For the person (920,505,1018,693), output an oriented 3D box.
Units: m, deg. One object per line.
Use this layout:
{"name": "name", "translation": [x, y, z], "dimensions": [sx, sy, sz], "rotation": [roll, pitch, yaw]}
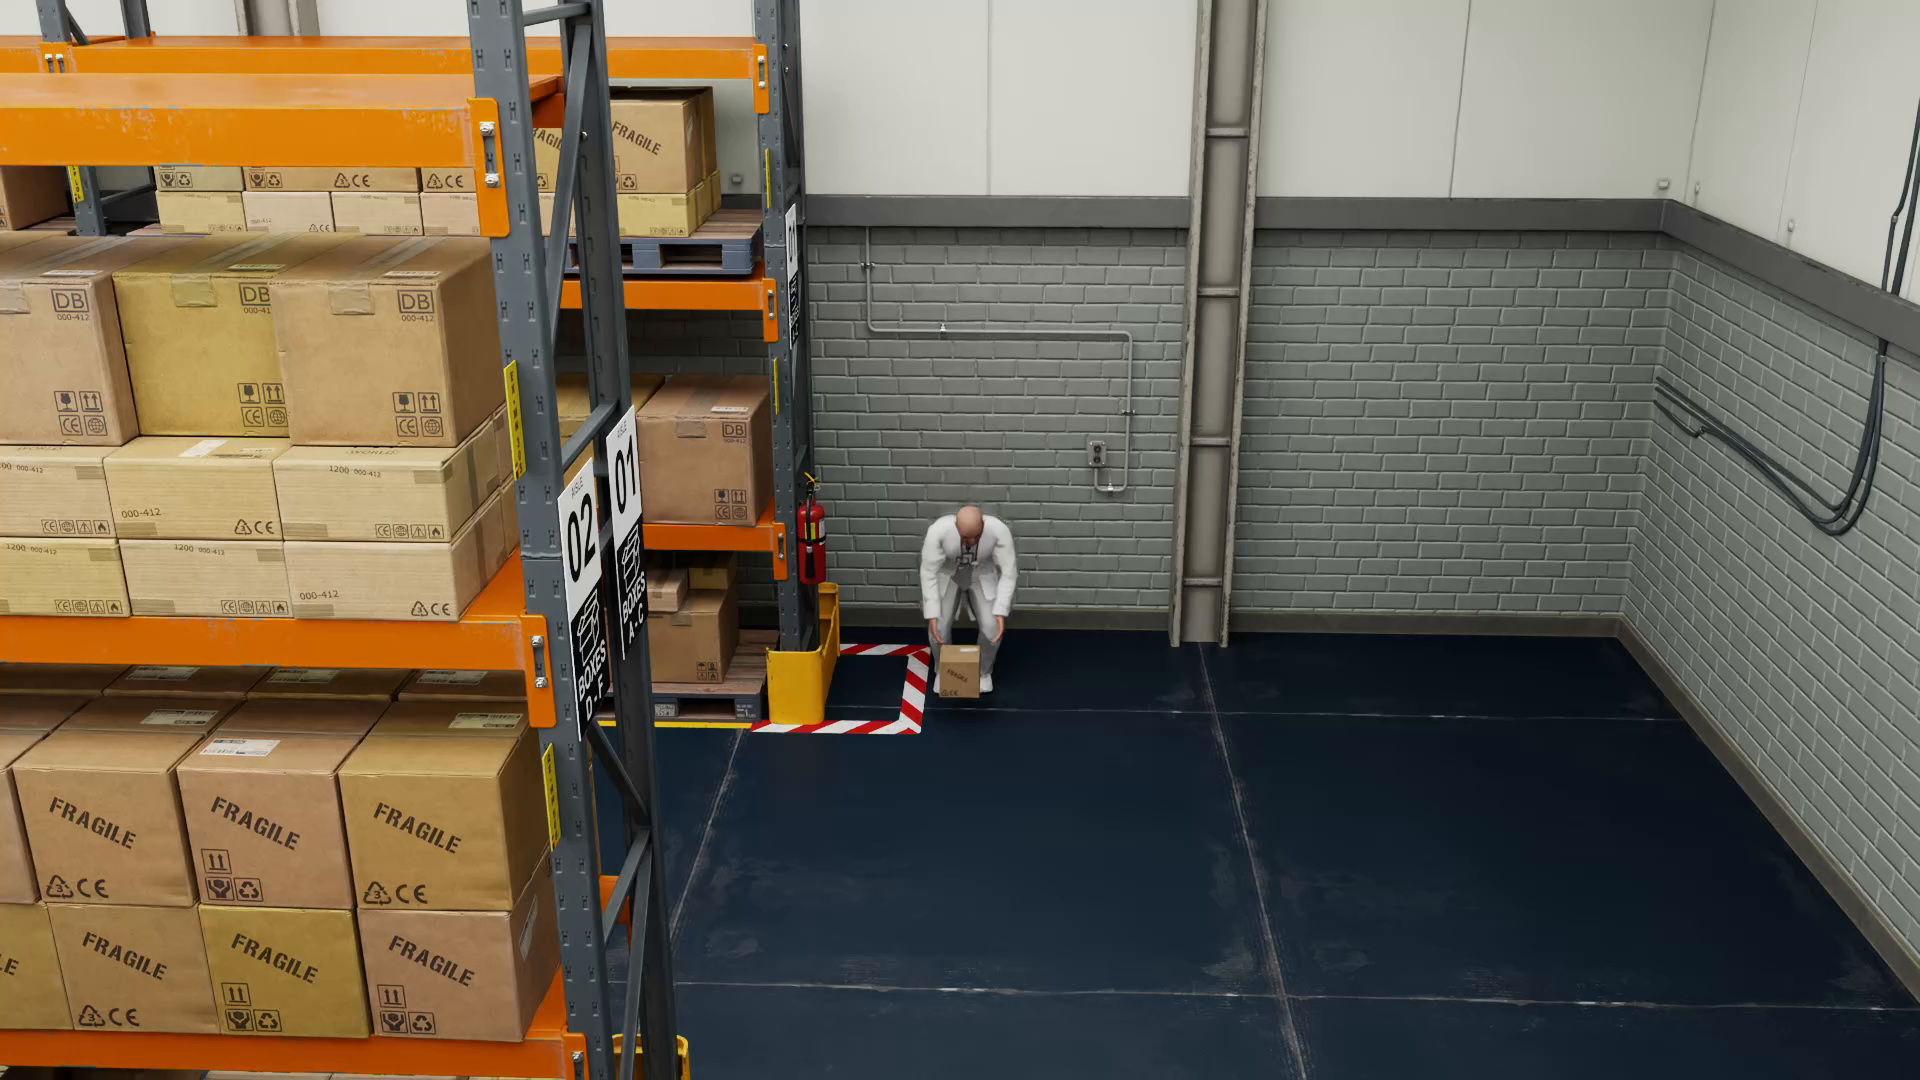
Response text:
{"name": "person", "translation": [0.057, 0.334, 10.799], "dimensions": [0.631, 1.365, 0.750], "rotation": [1, 20, 2]}
